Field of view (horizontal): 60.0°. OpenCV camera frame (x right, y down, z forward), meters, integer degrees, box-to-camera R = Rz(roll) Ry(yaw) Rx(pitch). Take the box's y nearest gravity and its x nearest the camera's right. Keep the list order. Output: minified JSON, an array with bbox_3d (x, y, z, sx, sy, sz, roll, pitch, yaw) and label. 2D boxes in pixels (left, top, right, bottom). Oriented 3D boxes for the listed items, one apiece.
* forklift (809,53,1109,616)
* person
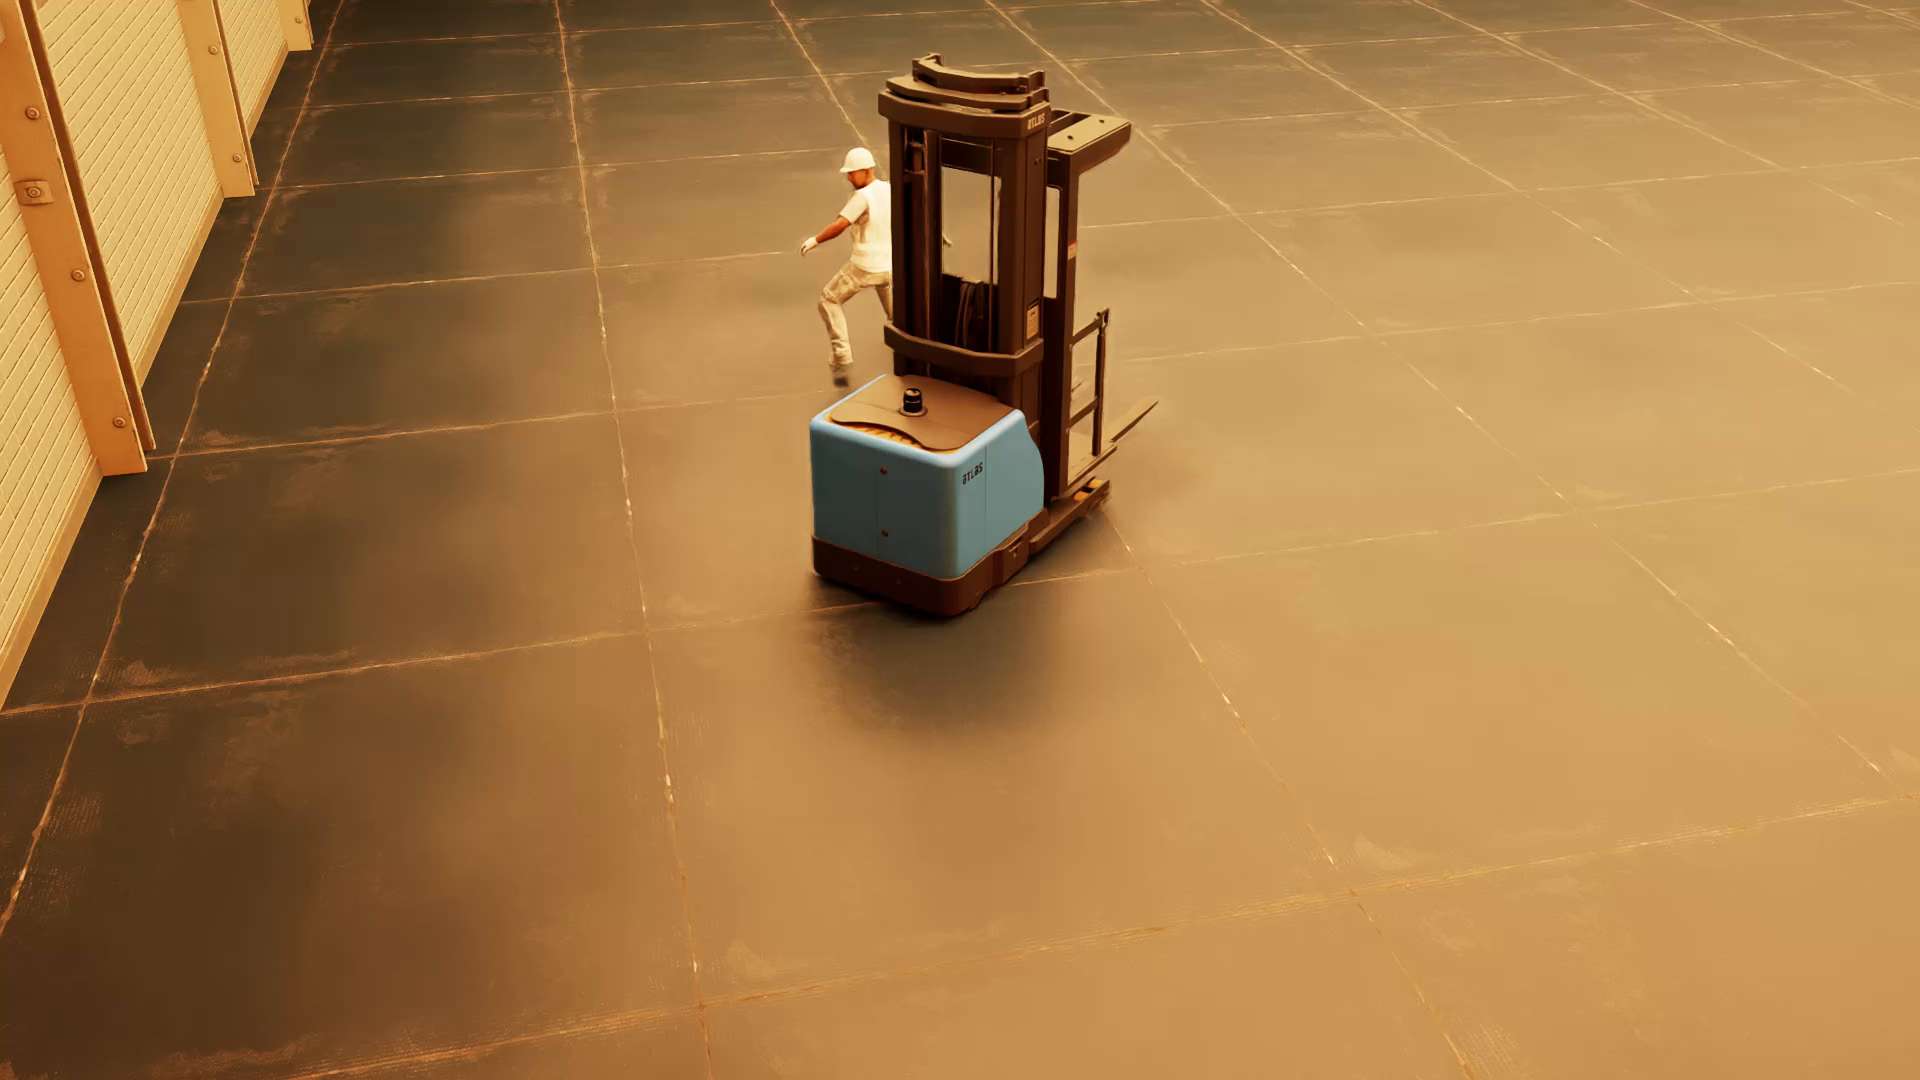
[{"bbox_3d":[0.320,-1.528,10.214,1.130,2.935,3.031,17,34,27],"label":"forklift"},{"bbox_3d":[-0.631,-2.087,12.691,1.232,1.582,0.556,-27,39,-38],"label":"person"}]
